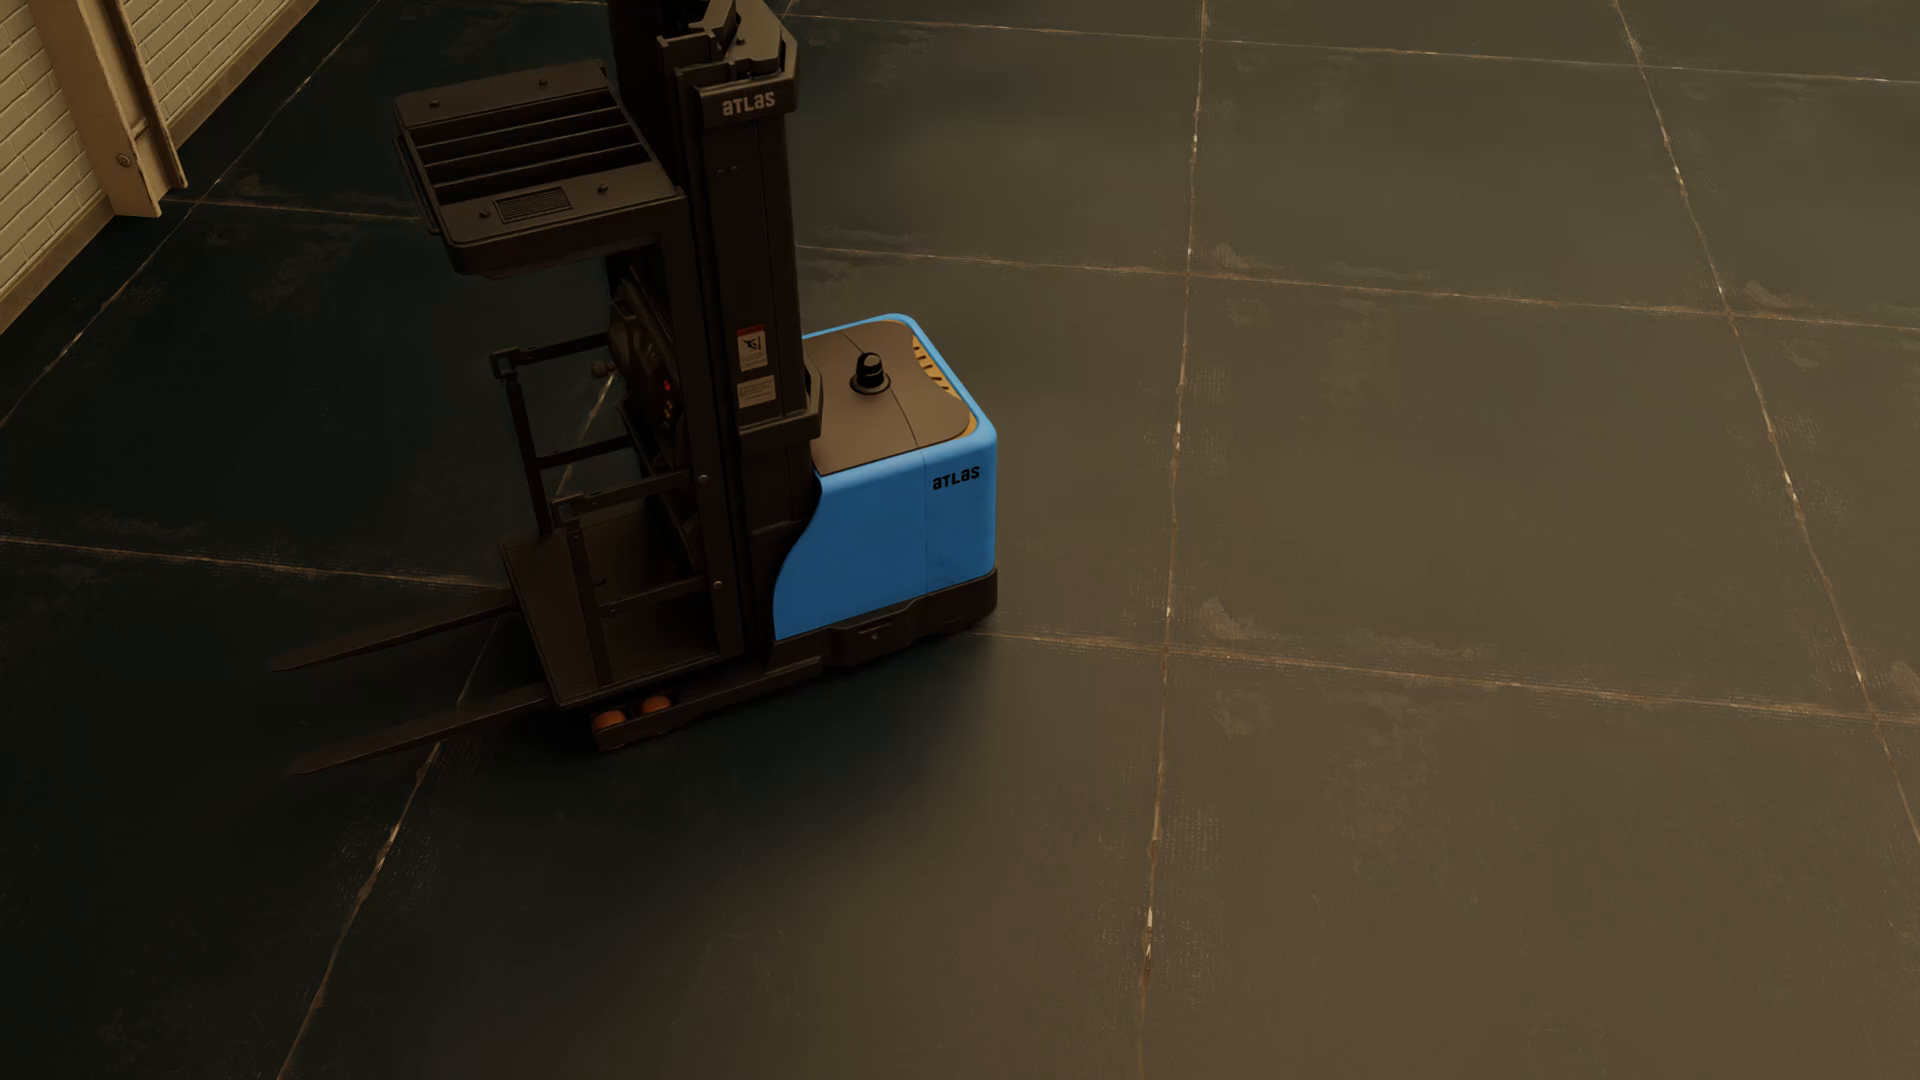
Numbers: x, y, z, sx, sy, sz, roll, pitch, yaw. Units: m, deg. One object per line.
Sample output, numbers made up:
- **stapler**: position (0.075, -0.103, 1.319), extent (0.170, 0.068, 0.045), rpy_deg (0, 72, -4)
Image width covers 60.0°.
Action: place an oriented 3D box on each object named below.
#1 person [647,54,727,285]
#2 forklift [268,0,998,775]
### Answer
- **person**: position (-1.360, -1.961, 8.805), extent (0.964, 1.761, 0.628), rpy_deg (16, 45, 17)
- **forklift**: position (-1.395, -0.616, 6.395), extent (3.031, 2.935, 1.130), rpy_deg (-17, 45, -18)
